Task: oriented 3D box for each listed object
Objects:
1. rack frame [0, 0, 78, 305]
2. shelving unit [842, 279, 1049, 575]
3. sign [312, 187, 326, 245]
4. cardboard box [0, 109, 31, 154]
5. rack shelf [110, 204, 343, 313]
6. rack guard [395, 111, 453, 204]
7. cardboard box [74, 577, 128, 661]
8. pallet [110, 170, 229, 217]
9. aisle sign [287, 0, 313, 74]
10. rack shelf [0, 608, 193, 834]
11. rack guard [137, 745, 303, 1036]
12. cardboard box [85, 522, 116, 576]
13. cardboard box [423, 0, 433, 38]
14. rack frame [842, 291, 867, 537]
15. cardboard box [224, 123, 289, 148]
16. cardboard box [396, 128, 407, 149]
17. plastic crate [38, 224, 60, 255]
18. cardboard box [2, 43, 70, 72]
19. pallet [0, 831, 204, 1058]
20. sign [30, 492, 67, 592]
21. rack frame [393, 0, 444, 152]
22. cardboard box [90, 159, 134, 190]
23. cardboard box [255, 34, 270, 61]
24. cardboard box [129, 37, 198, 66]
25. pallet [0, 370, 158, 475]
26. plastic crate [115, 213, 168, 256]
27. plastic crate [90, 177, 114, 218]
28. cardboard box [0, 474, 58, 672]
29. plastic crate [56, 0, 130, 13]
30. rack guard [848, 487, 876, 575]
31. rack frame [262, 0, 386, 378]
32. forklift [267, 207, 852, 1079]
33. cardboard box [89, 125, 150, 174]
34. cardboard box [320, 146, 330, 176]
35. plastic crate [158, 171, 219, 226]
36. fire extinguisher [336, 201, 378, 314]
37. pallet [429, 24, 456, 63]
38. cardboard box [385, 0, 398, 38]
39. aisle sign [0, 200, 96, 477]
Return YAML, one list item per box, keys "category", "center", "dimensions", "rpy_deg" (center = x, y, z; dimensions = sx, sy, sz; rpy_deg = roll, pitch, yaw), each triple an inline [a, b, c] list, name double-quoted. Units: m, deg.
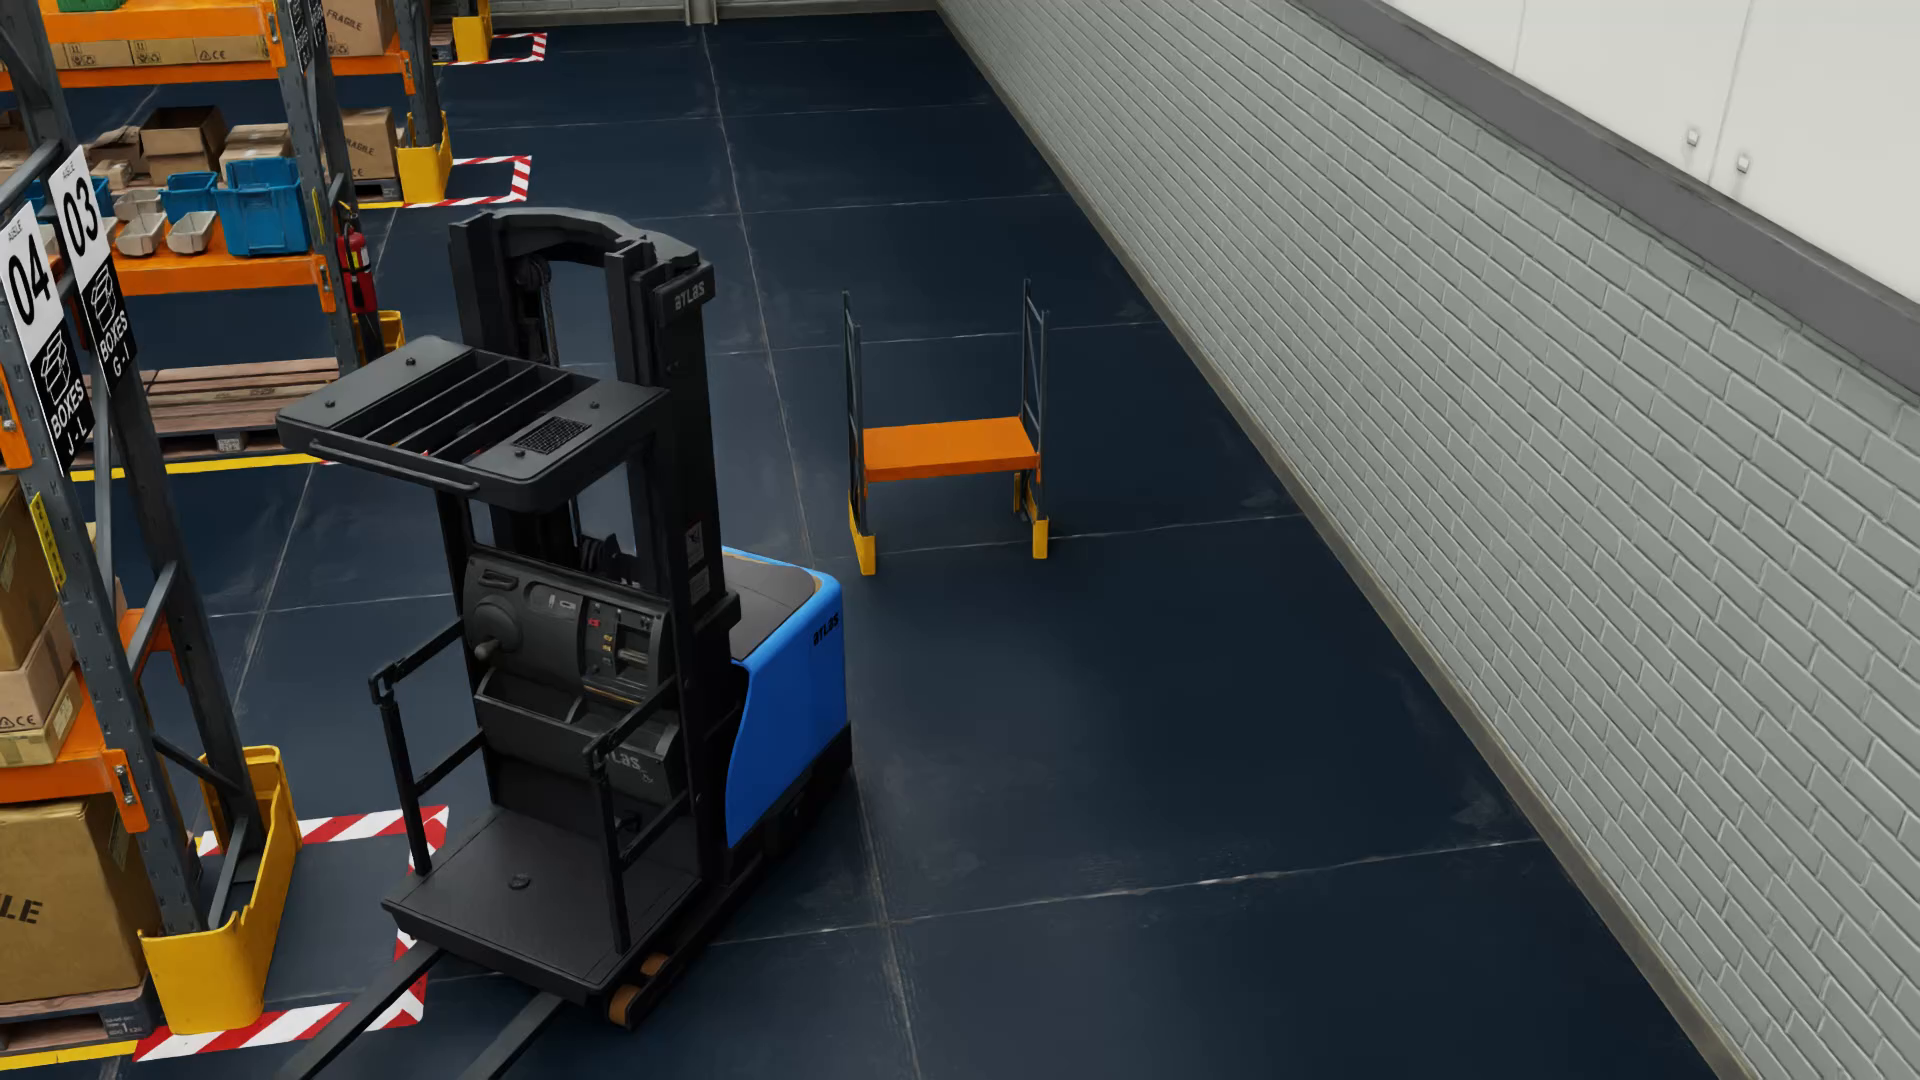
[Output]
- category: "rack frame"
  center: [-3.045, -2.250, 4.698]
  dimensions: [0.127, 3.000, 1.000]
  rpy_deg: [-5, 31, -9]
- category: "shelving unit"
  center: [-0.075, -0.640, 9.358]
  dimensions: [1.083, 1.500, 0.587]
  rpy_deg: [-5, 31, -9]
- category: "sign"
  center: [-3.822, -1.931, 9.913]
  dimensions: [0.005, 0.325, 0.100]
  rpy_deg: [-5, 31, -9]
- category: "cardboard box"
  center: [-8.251, -3.544, 14.849]
  dimensions: [0.500, 0.500, 0.500]
  rpy_deg: [-5, 31, -9]
- category: "rack shelf"
  center: [-5.904, -1.640, 10.290]
  dimensions: [4.000, 0.370, 1.077]
  rpy_deg: [-5, 31, -9]
- category: "rack guard"
  center: [-4.900, -3.519, 15.241]
  dimensions: [0.348, 0.500, 1.175]
  rpy_deg: [-5, 31, -9]
- category: "cardboard box"
  center: [-3.453, 0.312, 6.507]
  dimensions: [0.250, 0.149, 0.380]
  rpy_deg: [-5, 31, -8]
- category: "pallet"
  center: [-6.882, -3.211, 15.003]
  dimensions: [1.213, 0.211, 1.003]
  rpy_deg: [-5, 31, -9]
- category: "aisle sign"
  center: [-3.813, -3.114, 9.522]
  dimensions: [0.004, 0.787, 0.394]
  rpy_deg: [-5, 31, -9]
- category: "rack shelf"
  center: [-5.012, 0.829, 6.091]
  dimensions: [4.000, 0.370, 1.077]
  rpy_deg: [-5, 31, -9]
- category: "rack guard"
  center: [-3.021, 1.412, 6.856]
  dimensions: [0.348, 0.500, 1.175]
  rpy_deg: [-5, 31, -9]
- category: "cardboard box"
  center: [-3.566, 0.182, 6.336]
  dimensions: [0.500, 0.250, 0.500]
  rpy_deg: [-6, 31, -10]
- category: "cardboard box"
  center: [-6.392, -6.062, 19.153]
  dimensions: [0.500, 0.500, 0.700]
  rpy_deg: [-5, 31, -9]
- category: "rack frame"
  center: [-0.584, -0.592, 9.278]
  dimensions: [0.032, 1.500, 0.500]
  rpy_deg: [-5, 31, -9]
- category: "cardboard box"
  center: [-6.395, -3.608, 15.205]
  dimensions: [0.500, 0.250, 0.500]
  rpy_deg: [-5, 31, -9]
- category: "cardboard box"
  center: [-5.299, -3.697, 15.457]
  dimensions: [0.250, 0.149, 0.380]
  rpy_deg: [-5, 31, -9]
- category: "plastic crate"
  center: [-5.552, -1.788, 10.032]
  dimensions: [0.250, 0.136, 0.298]
  rpy_deg: [-5, 31, -9]
- category: "cardboard box"
  center: [-7.707, -4.240, 13.903]
  dimensions: [0.500, 0.500, 0.500]
  rpy_deg: [-5, 31, -8]
- category: "pallet"
  center: [-3.817, 1.650, 6.735]
  dimensions: [1.213, 0.211, 1.003]
  rpy_deg: [-5, 31, -9]
- category: "sign"
  center: [-2.961, 0.007, 5.403]
  dimensions: [0.005, 0.325, 0.100]
  rpy_deg: [-5, 31, -9]
- category: "rack frame"
  center: [-4.825, -4.603, 14.619]
  dimensions: [0.127, 3.000, 1.000]
  rpy_deg: [-5, 31, -9]
- category: "cardboard box"
  center: [-7.459, -3.221, 14.629]
  dimensions: [0.250, 0.166, 0.380]
  rpy_deg: [-5, 31, -9]
- category: "cardboard box"
  center: [-5.727, -4.421, 14.210]
  dimensions: [0.500, 0.500, 0.500]
  rpy_deg: [-5, 31, -8]
- category: "cardboard box"
  center: [-6.714, -4.332, 14.059]
  dimensions: [0.500, 0.500, 0.500]
  rpy_deg: [-6, 31, -10]
- category: "pallet"
  center: [-5.953, -0.766, 10.844]
  dimensions: [1.213, 0.211, 1.003]
  rpy_deg: [-5, 31, -9]
- category: "plastic crate"
  center: [-4.994, -1.861, 10.157]
  dimensions: [0.243, 0.136, 0.396]
  rpy_deg: [-5, 31, -9]
- category: "plastic crate"
  center: [-5.534, -2.108, 10.482]
  dimensions: [0.300, 0.233, 0.416]
  rpy_deg: [-5, 31, -9]
- category: "cardboard box"
  center: [-3.477, 0.125, 5.693]
  dimensions: [0.500, 0.500, 0.500]
  rpy_deg: [-5, 31, -8]
- category: "plastic crate"
  center: [-4.856, -3.102, 9.317]
  dimensions: [0.336, 0.188, 0.450]
  rpy_deg: [-5, 31, -9]
- category: "rack guard"
  center: [-0.565, -0.055, 9.597]
  dimensions: [0.087, 0.250, 0.587]
  rpy_deg: [-5, 31, -9]
- category: "rack frame"
  center: [-3.937, -2.133, 10.419]
  dimensions: [0.127, 3.000, 1.000]
  rpy_deg: [-5, 31, -9]
- category: "forklift"
  center: [-1.615, 0.385, 6.204]
  dimensions: [1.130, 2.935, 3.031]
  rpy_deg: [14, 33, 23]
- category: "cardboard box"
  center: [-7.513, -3.531, 15.014]
  dimensions: [0.500, 0.311, 0.500]
  rpy_deg: [-5, 31, -9]
- category: "cardboard box"
  center: [-5.730, -3.407, 14.946]
  dimensions: [0.250, 0.166, 0.380]
  rpy_deg: [-5, 31, -9]
- category: "plastic crate"
  center: [-4.887, -2.168, 10.584]
  dimensions: [0.300, 0.233, 0.416]
  rpy_deg: [-5, 31, -9]
- category: "fire extinguisher"
  center: [-3.707, -1.726, 10.171]
  dimensions: [0.183, 0.674, 0.296]
  rpy_deg: [-5, 31, -9]
- category: "pallet"
  center: [-6.494, -5.759, 19.335]
  dimensions: [1.213, 0.211, 1.003]
  rpy_deg: [-5, 31, -9]
- category: "cardboard box"
  center: [-5.309, -4.737, 14.749]
  dimensions: [0.500, 0.500, 0.500]
  rpy_deg: [-5, 31, -8]
- category: "aisle sign"
  center: [-2.920, -0.641, 5.317]
  dimensions: [0.004, 0.787, 0.394]
  rpy_deg: [-5, 31, -9]
